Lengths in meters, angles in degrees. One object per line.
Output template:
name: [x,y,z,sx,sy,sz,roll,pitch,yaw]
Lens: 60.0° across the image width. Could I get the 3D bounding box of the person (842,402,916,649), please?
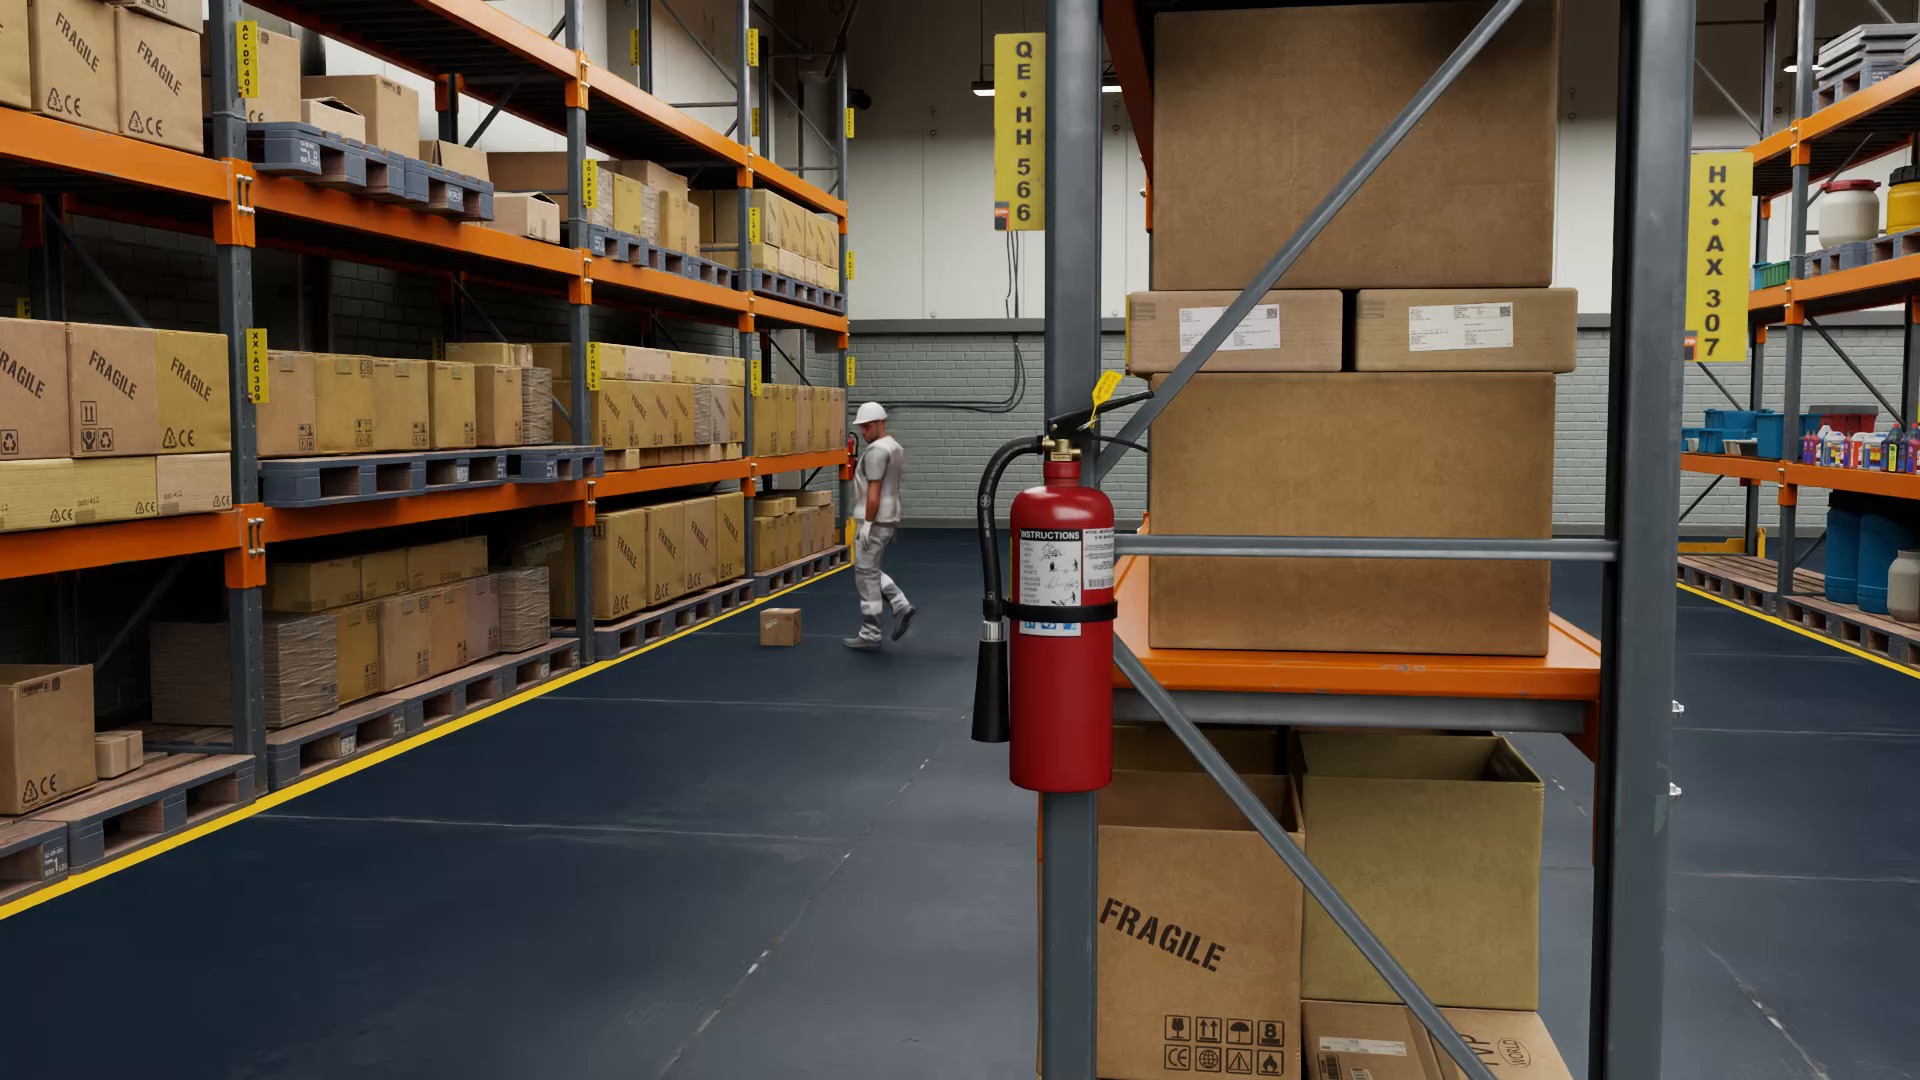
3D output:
person: [-0.599,-0.106,12.051,0.529,1.782,0.575,1,5,17]
